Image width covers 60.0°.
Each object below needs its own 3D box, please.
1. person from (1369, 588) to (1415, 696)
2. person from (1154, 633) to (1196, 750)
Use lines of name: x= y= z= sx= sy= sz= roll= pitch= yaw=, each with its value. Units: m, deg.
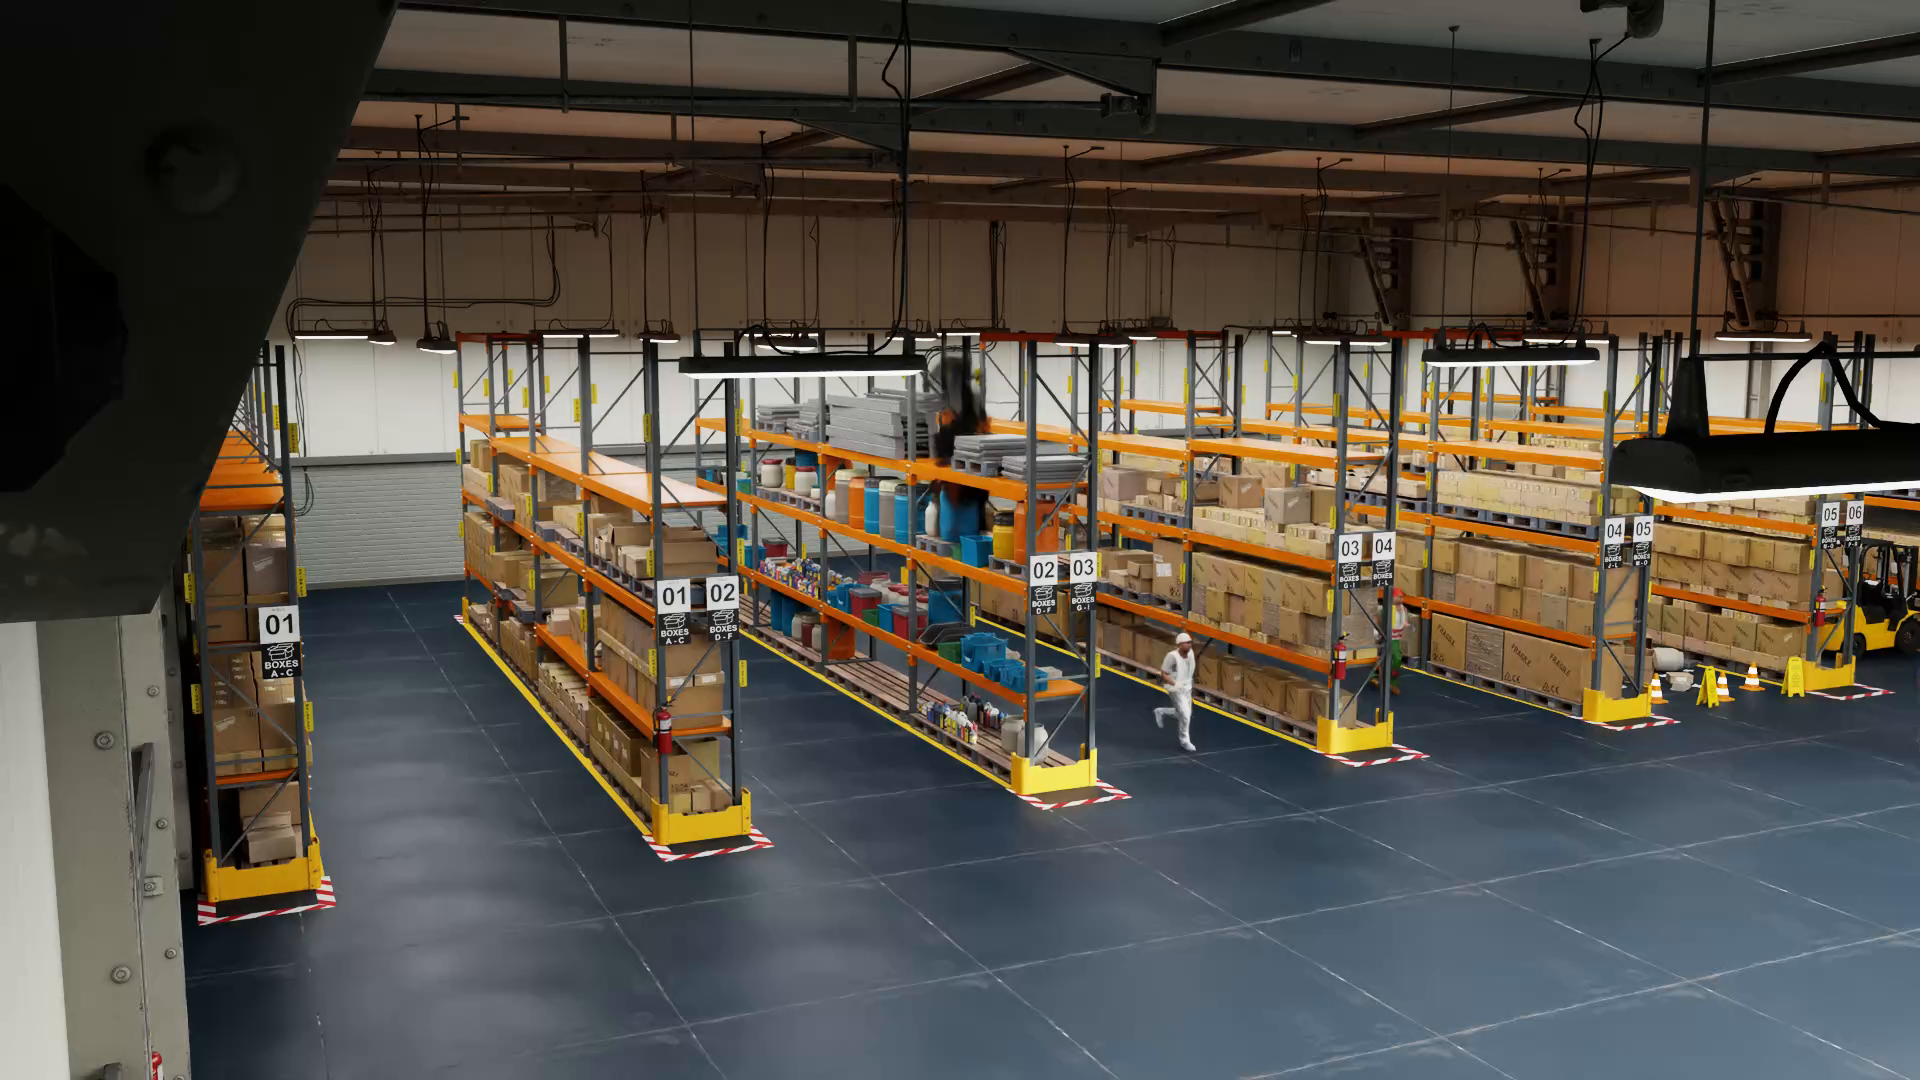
person: x=7.265 y=1.690 z=28.038 sx=0.586 sy=1.818 sz=0.900 roll=-6 pitch=10 yaw=-38
person: x=3.160 y=2.202 z=24.493 sx=0.763 sy=1.747 sz=0.696 roll=7 pitch=11 yaw=43
